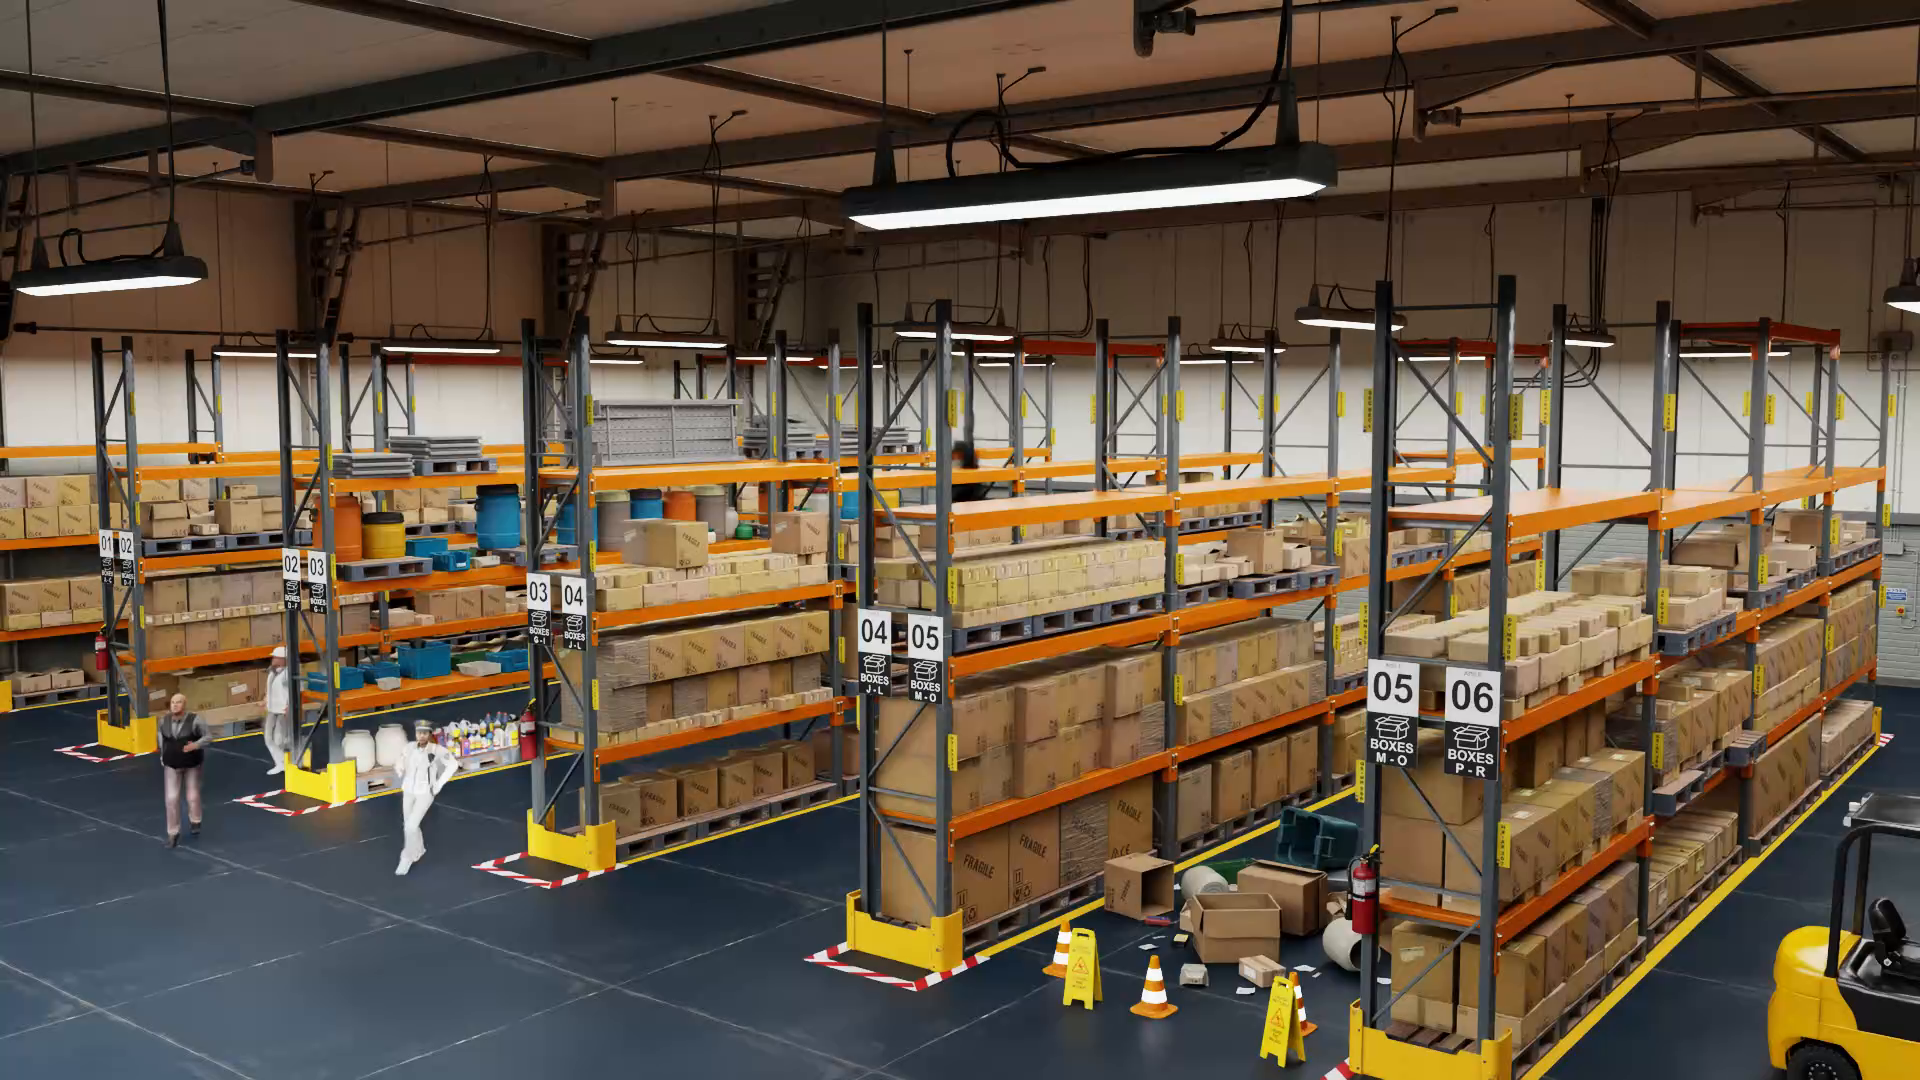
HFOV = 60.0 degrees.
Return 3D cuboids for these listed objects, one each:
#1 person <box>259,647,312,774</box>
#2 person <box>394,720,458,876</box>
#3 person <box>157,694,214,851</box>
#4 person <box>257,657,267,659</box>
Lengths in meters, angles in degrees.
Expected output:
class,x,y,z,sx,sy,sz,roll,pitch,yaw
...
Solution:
class,x,y,z,sx,sy,sz,roll,pitch,yaw
person,-9.259,2.325,22.860,0.692,1.741,0.611,3,6,32
person,-5.837,2.773,18.060,0.620,1.705,0.676,1,5,14
person,-8.929,2.642,19.180,0.651,1.775,0.788,-1,5,-14
person,-11.595,1.862,27.839,0.700,1.772,0.963,3,6,30
